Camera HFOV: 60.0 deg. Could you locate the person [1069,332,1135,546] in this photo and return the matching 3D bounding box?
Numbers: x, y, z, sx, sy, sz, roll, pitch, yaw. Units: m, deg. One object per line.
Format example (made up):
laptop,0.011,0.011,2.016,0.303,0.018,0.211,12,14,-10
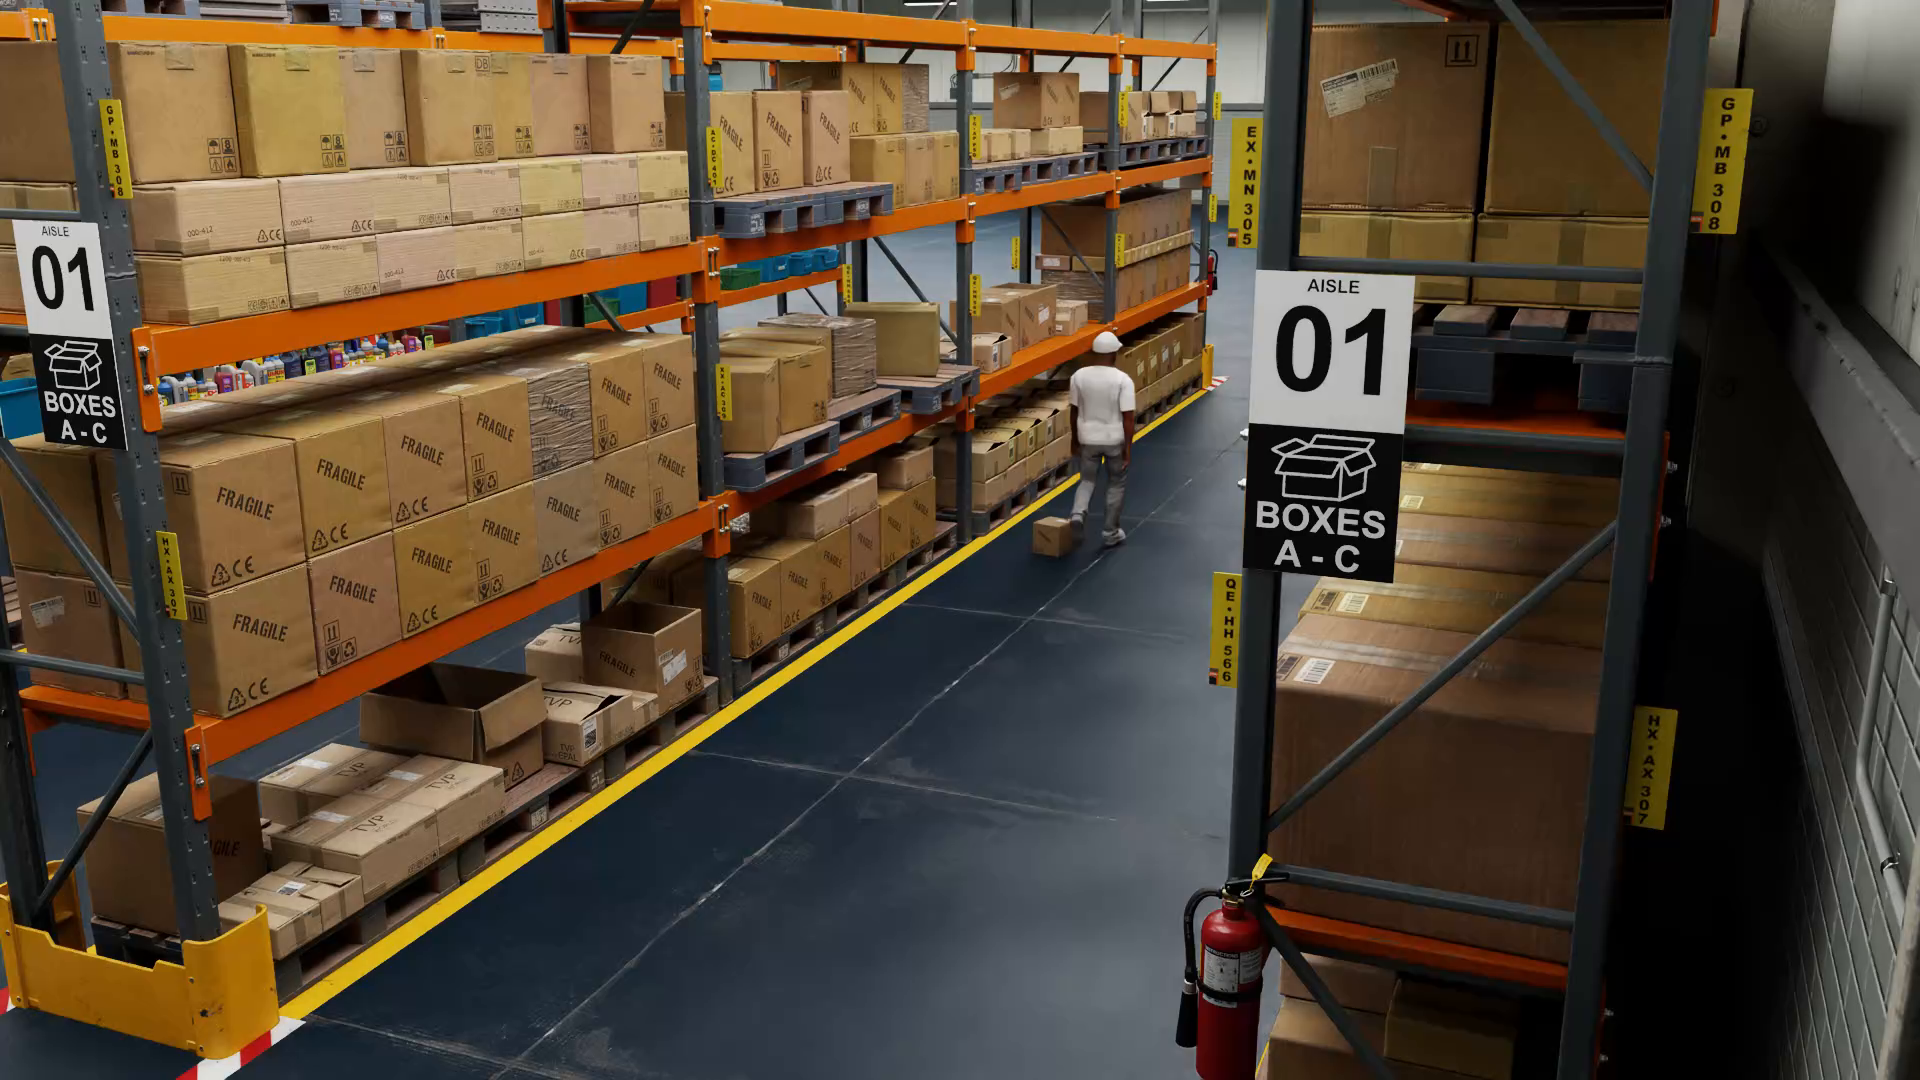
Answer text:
person,1.125,-0.788,13.277,0.579,1.749,0.706,6,16,21
